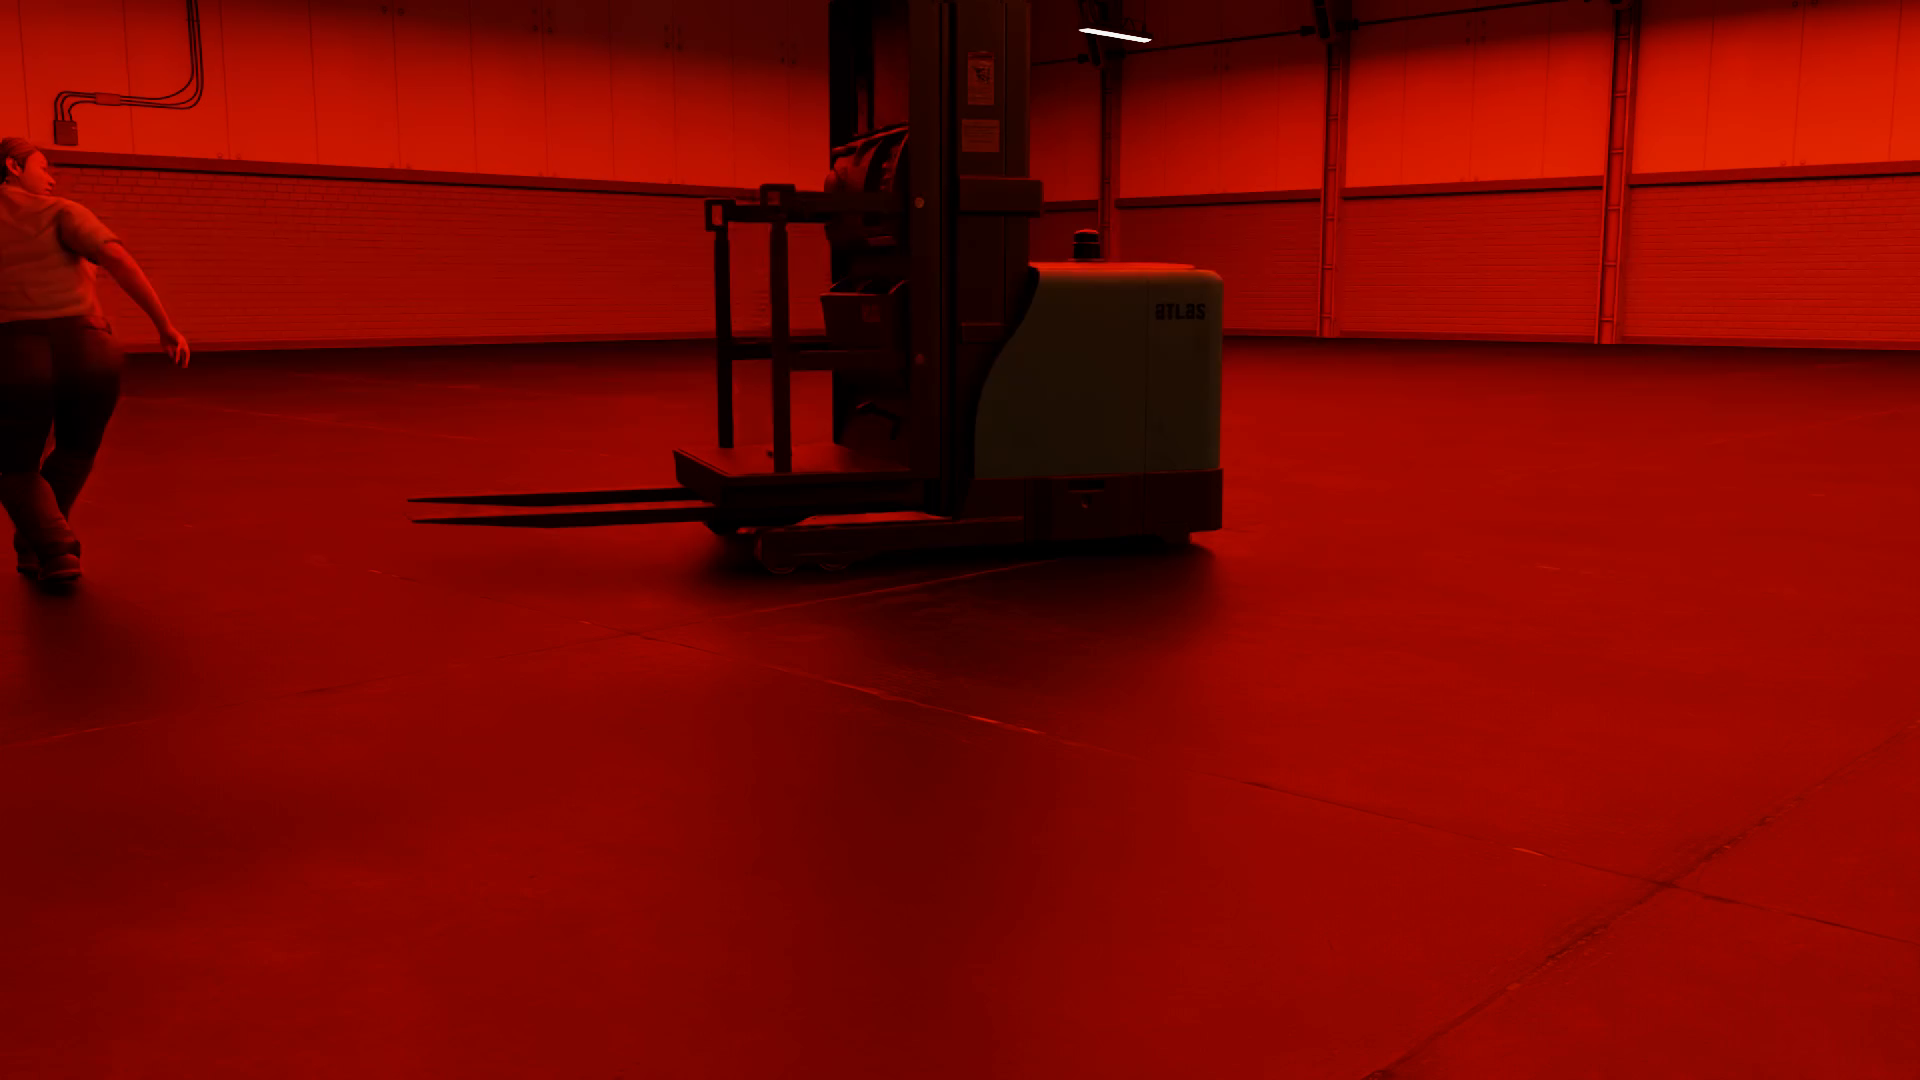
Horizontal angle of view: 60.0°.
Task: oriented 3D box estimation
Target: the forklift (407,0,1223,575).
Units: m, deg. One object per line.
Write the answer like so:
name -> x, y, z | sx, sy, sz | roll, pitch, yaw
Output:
forklift -> -0.545, -1.415, 6.271 | 3.031, 2.935, 1.130 | -3, 9, -19

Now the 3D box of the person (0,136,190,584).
person -> -3.072, -0.605, 5.740 | 0.747, 1.533, 0.787 | -4, 9, -26
